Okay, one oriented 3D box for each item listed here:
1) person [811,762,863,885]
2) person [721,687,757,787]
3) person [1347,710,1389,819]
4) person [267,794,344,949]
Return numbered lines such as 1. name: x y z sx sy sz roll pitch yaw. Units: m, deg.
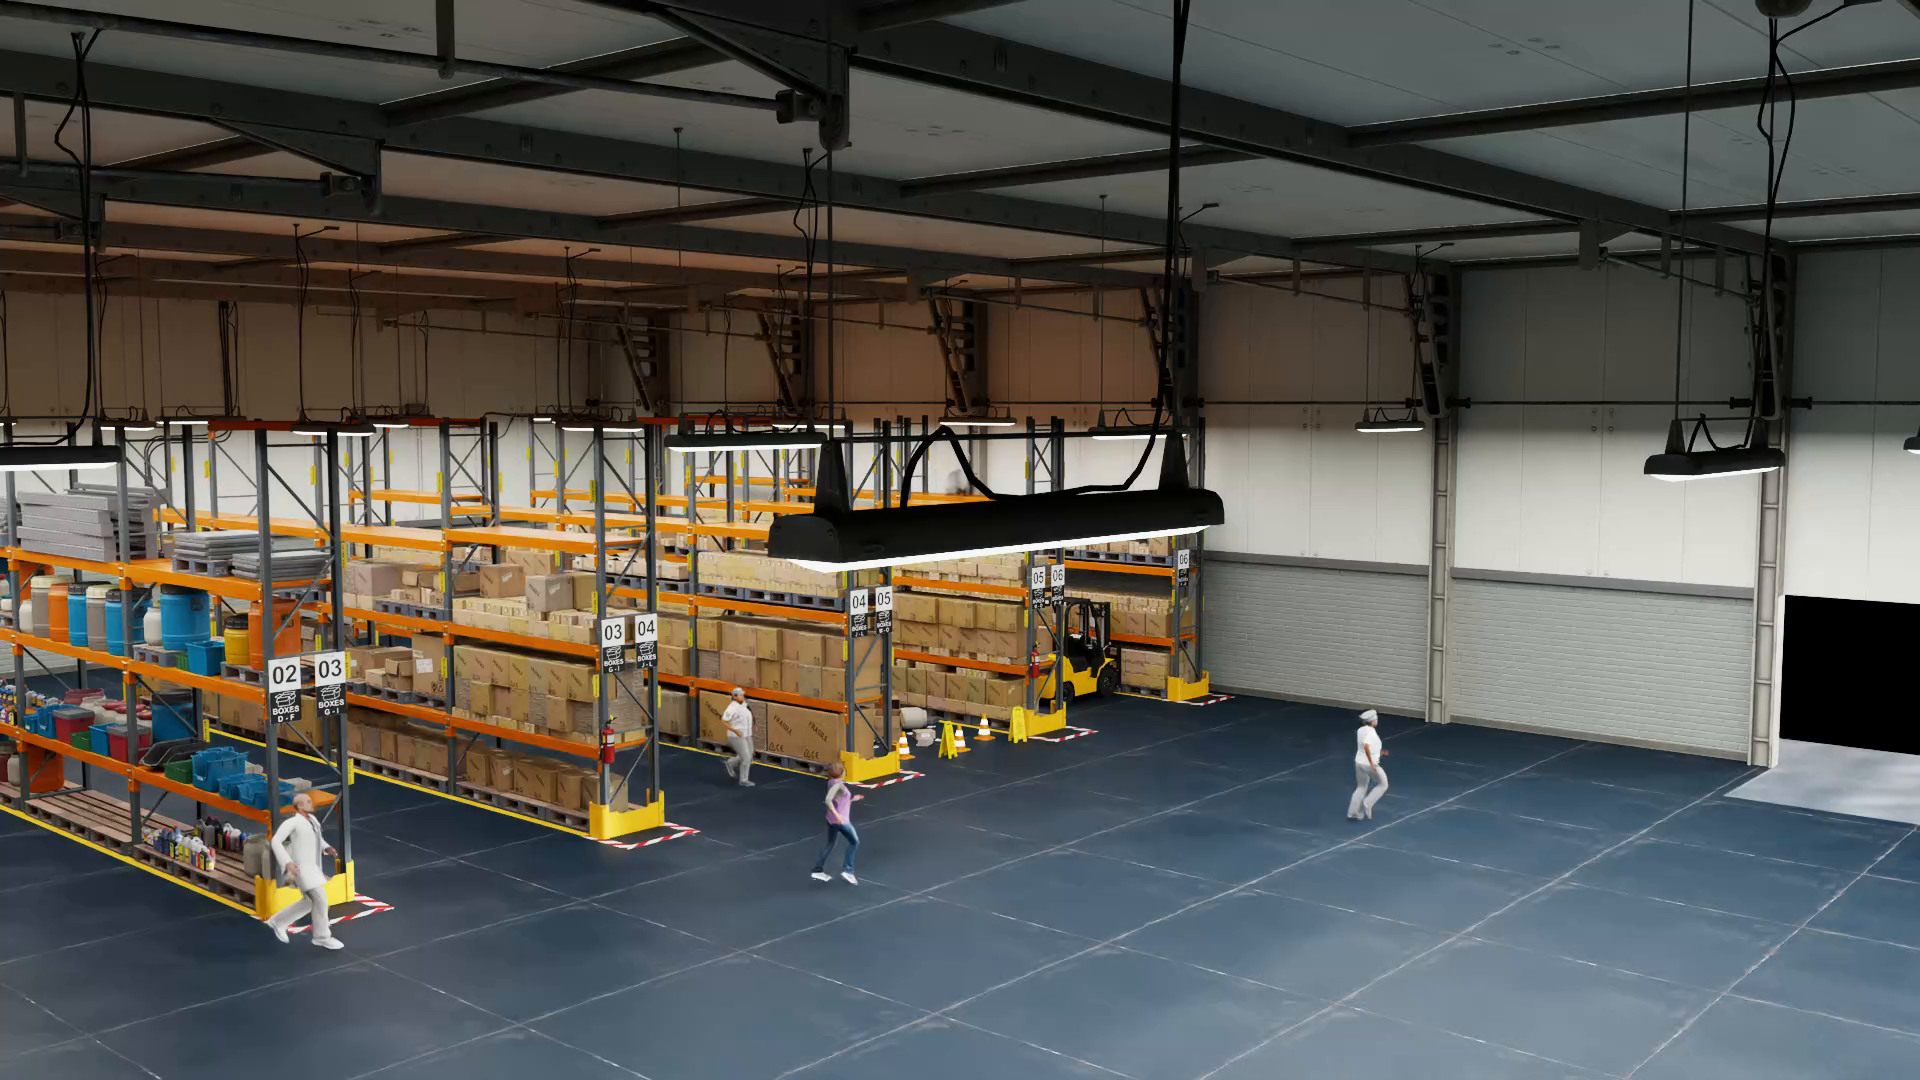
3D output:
1. person: -1.599 3.721 21.786 0.710 1.644 0.503 -2 5 -24
2. person: -3.672 3.245 27.480 0.688 1.606 0.613 3 5 28
3. person: 6.220 3.396 25.198 0.717 1.651 0.542 -2 5 -21
4. person: -7.613 3.962 19.407 0.919 1.535 0.747 0 5 2
